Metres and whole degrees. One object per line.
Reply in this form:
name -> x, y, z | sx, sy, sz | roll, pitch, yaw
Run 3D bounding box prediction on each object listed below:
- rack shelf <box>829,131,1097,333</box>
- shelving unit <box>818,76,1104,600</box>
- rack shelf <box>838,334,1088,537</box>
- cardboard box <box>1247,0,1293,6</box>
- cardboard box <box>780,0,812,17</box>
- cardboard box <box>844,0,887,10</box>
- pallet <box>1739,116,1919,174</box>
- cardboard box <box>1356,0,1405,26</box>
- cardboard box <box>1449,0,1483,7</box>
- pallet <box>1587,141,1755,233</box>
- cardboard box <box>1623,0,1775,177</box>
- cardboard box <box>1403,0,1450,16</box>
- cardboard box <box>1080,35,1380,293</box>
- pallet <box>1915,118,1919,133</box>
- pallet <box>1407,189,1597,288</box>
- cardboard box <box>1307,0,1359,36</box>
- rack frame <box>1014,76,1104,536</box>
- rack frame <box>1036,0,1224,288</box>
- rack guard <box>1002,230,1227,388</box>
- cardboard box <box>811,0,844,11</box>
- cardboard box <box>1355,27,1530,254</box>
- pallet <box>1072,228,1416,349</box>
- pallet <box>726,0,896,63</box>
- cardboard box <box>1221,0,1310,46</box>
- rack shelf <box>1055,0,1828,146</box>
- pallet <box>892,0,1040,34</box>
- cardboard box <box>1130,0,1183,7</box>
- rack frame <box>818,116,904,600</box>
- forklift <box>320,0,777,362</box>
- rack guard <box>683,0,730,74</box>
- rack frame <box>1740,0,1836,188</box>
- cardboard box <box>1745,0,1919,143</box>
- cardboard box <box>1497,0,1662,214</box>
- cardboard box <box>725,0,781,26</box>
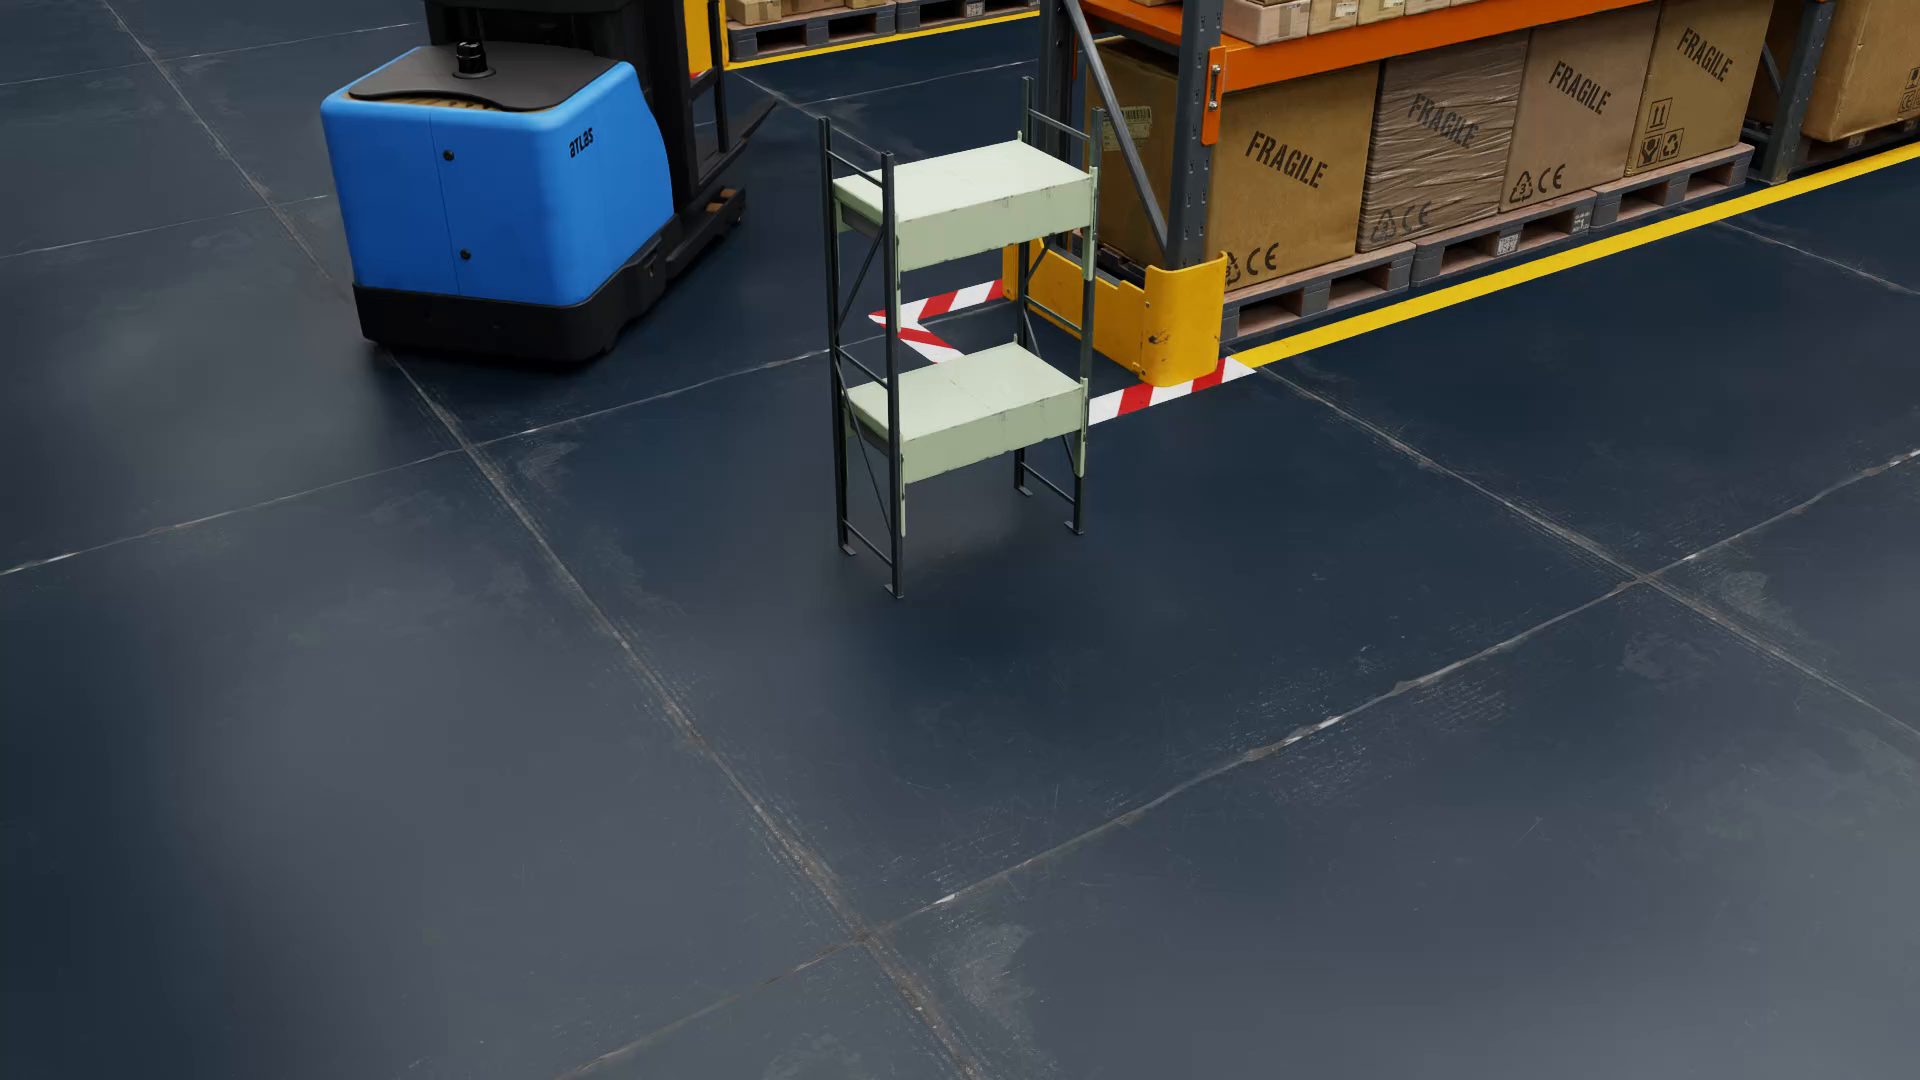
rack shelf -> 0.006, -0.966, 5.145 | 0.720, 0.370, 0.431 | -19, 37, -27
shelving unit -> 0.006, -0.636, 5.353 | 0.755, 1.500, 0.431 | -19, 37, -27
rack shelf -> 0.006, -0.361, 5.527 | 0.720, 0.370, 0.431 | -19, 37, -27
cardboard box -> 1.197, -2.270, 6.399 | 0.500, 0.250, 0.500 | -20, 37, -28
cardboard box -> -1.166, -3.536, 10.822 | 0.250, 0.149, 0.380 | -19, 37, -27
cardboard box -> -0.687, -3.635, 10.980 | 0.250, 0.149, 0.380 | -18, 37, -27
pallet -> 4.617, -2.424, 9.395 | 1.213, 0.211, 1.003 | -19, 37, -27
cardboard box -> 1.554, -2.188, 6.642 | 0.250, 0.149, 0.380 | -20, 37, -28
cardboard box -> 1.987, -2.337, 6.878 | 0.250, 0.149, 0.380 | -20, 37, -28
pallet -> 3.328, -1.982, 8.695 | 1.213, 0.211, 1.003 | -19, 37, -27
cardboard box -> 3.411, -2.471, 8.453 | 0.875, 0.875, 0.875 | -19, 37, -27
cardboard box -> 1.773, -2.264, 6.762 | 0.250, 0.149, 0.380 | -20, 37, -28
cardboard box -> 1.142, -1.690, 7.216 | 0.875, 0.875, 0.875 | -19, 37, -27
pallet -> 5.643, -2.779, 9.957 | 1.213, 0.211, 1.003 | -19, 37, -27
pallet -> 2.301, -1.628, 8.132 | 1.213, 0.211, 1.003 | -19, 37, -27
cardboard box -> 1.339, -2.113, 6.524 | 0.250, 0.149, 0.380 | -20, 37, -28
rack frame -> 0.313, -0.742, 5.521 | 0.023, 1.500, 0.400 | -19, 37, -27
rack frame -> 0.647, -2.190, 6.411 | 0.127, 3.000, 1.000 | -19, 37, -27
rack guard -> 0.627, -1.126, 7.067 | 0.348, 0.500, 1.175 | -19, 37, -27
cardboard box -> -0.961, -3.611, 10.941 | 0.250, 0.149, 0.380 | -19, 37, -27
cardboard box -> 1.907, -1.953, 7.633 | 0.875, 0.875, 0.875 | -19, 37, -27
pallet -> 1.277, -1.277, 7.577 | 1.213, 0.211, 1.003 | -19, 37, -27
pallet -> -1.189, -3.505, 11.109 | 1.213, 0.211, 1.003 | -19, 37, -27
cardboard box -> 1.124, -2.039, 6.406 | 0.250, 0.149, 0.380 | -19, 37, -27
rack shelf -> 2.328, -2.464, 7.519 | 4.000, 0.370, 1.077 | -19, 37, -27
pallet -> -0.165, -3.856, 11.665 | 1.213, 0.211, 1.003 | -19, 37, -27
cardboard box -> 0.768, -2.335, 6.875 | 0.250, 0.149, 0.380 | -18, 37, -26
rack frame -> -0.302, -0.530, 5.185 | 0.023, 1.500, 0.400 | -19, 37, -27
forklift -> -1.684, -2.743, 7.351 | 1.130, 2.935, 3.031 | 7, 33, 11
rack guard -> -1.891, -3.408, 10.685 | 0.348, 0.500, 1.175 | -19, 37, -27
rack frame -> 4.009, -3.347, 8.244 | 0.127, 3.000, 1.000 | -19, 37, -27
cardboard box -> 4.536, -2.820, 9.006 | 0.875, 0.875, 1.225 | -19, 37, -27
cardboard box -> 2.655, -2.210, 8.041 | 0.875, 0.875, 0.875 | -19, 37, -27
cardboard box -> -1.341, -3.423, 10.644 | 0.250, 0.149, 0.380 | -18, 37, -26
